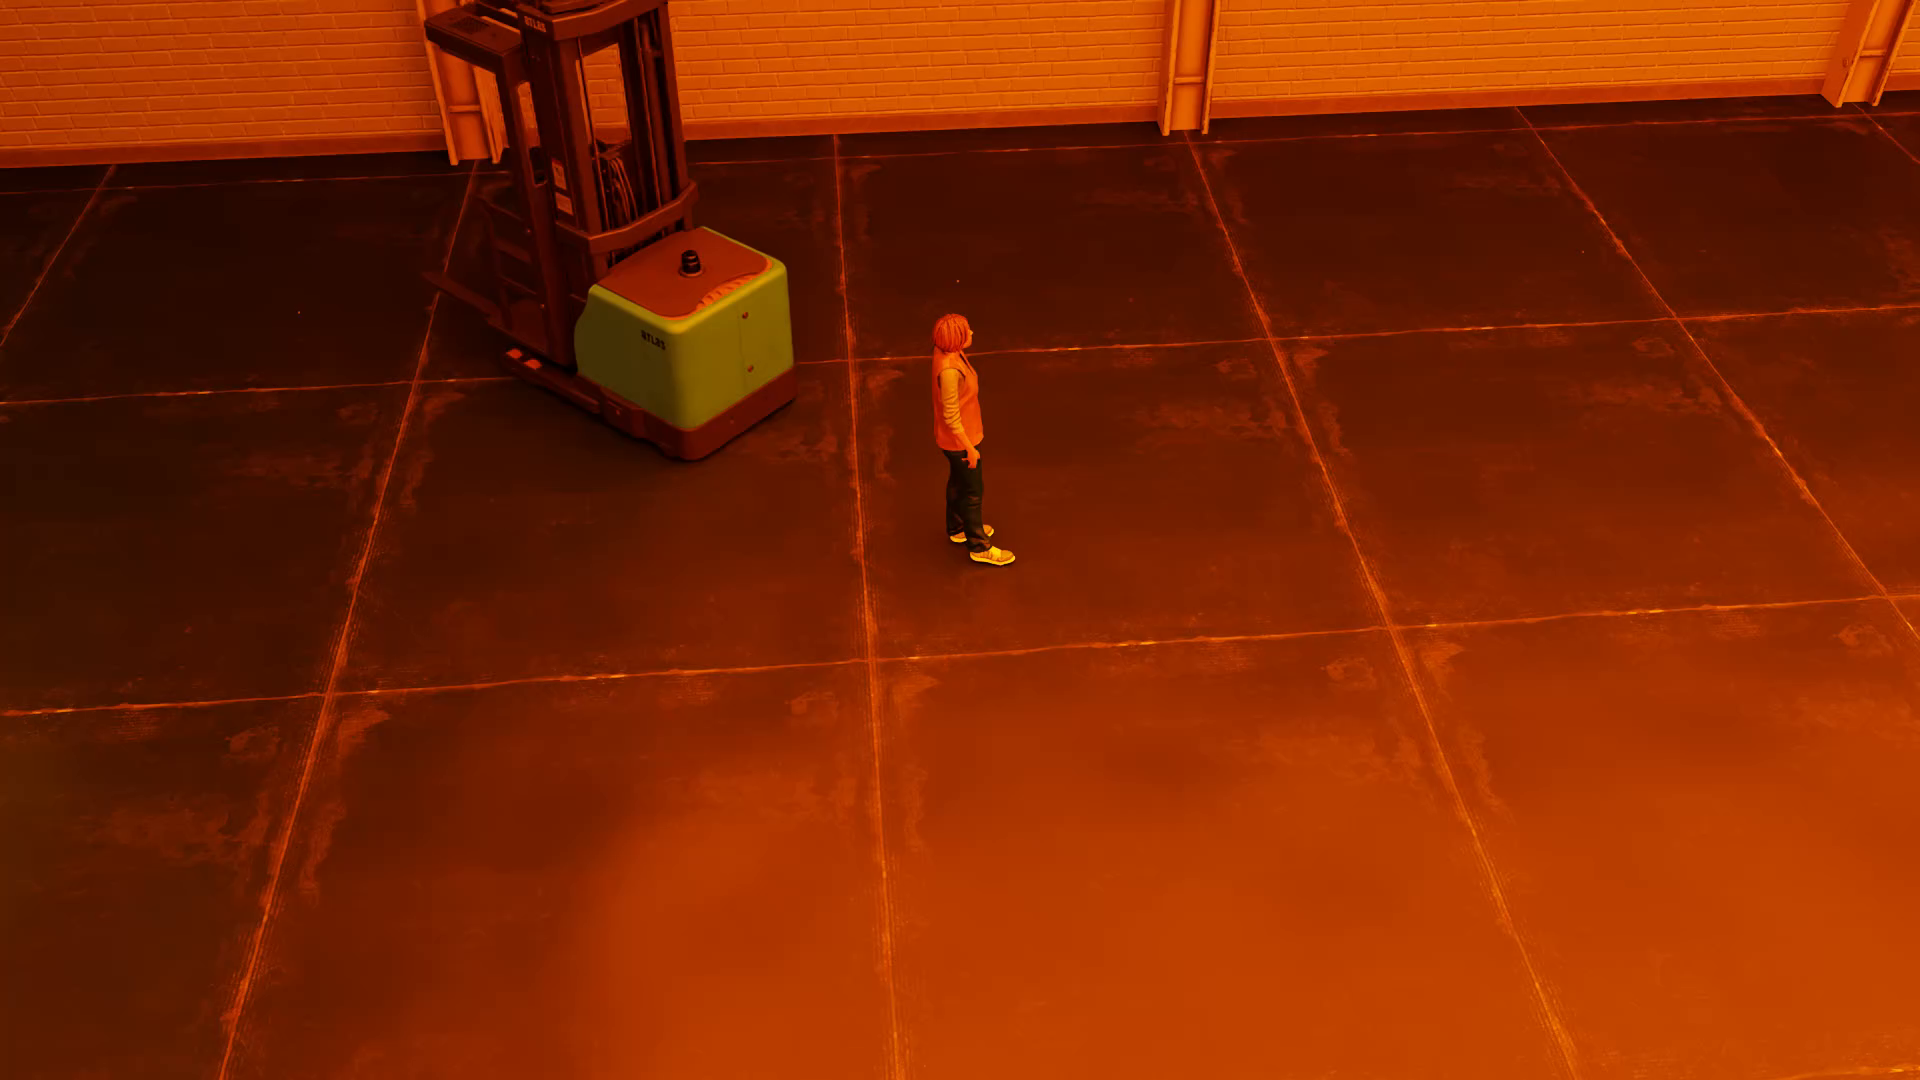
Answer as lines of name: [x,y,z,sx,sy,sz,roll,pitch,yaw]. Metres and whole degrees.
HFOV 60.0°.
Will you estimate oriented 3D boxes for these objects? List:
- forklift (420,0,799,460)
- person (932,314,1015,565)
forklift: [-2.554,-2.428,10.777,3.031,2.935,1.130,28,48,29]
person: [0.076,-0.608,9.664,0.473,1.599,0.521,-3,41,-4]
